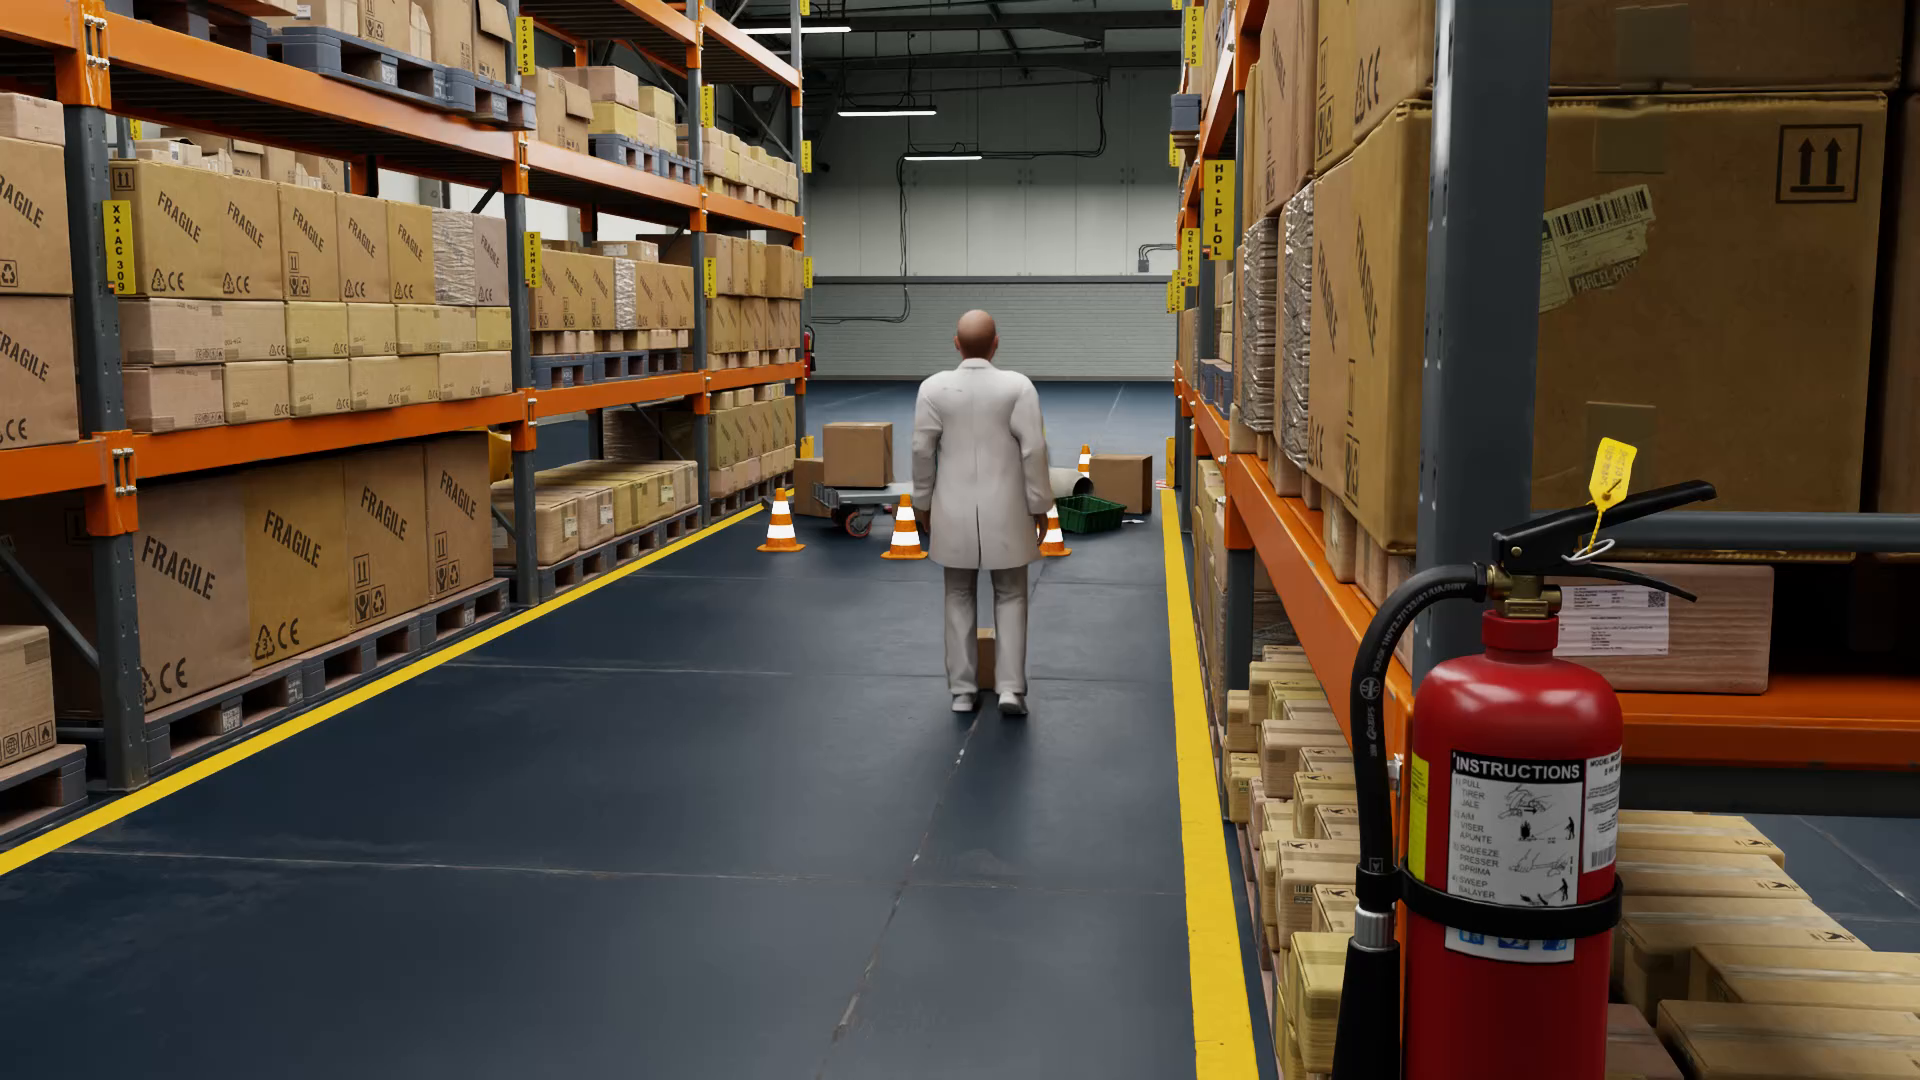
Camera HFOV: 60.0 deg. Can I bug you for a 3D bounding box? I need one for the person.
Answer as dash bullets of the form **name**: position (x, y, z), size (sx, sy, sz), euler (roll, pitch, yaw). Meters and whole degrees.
- **person**: position (0.099, -0.072, 7.341), size (0.639, 1.867, 0.465), euler (1, 8, 8)
